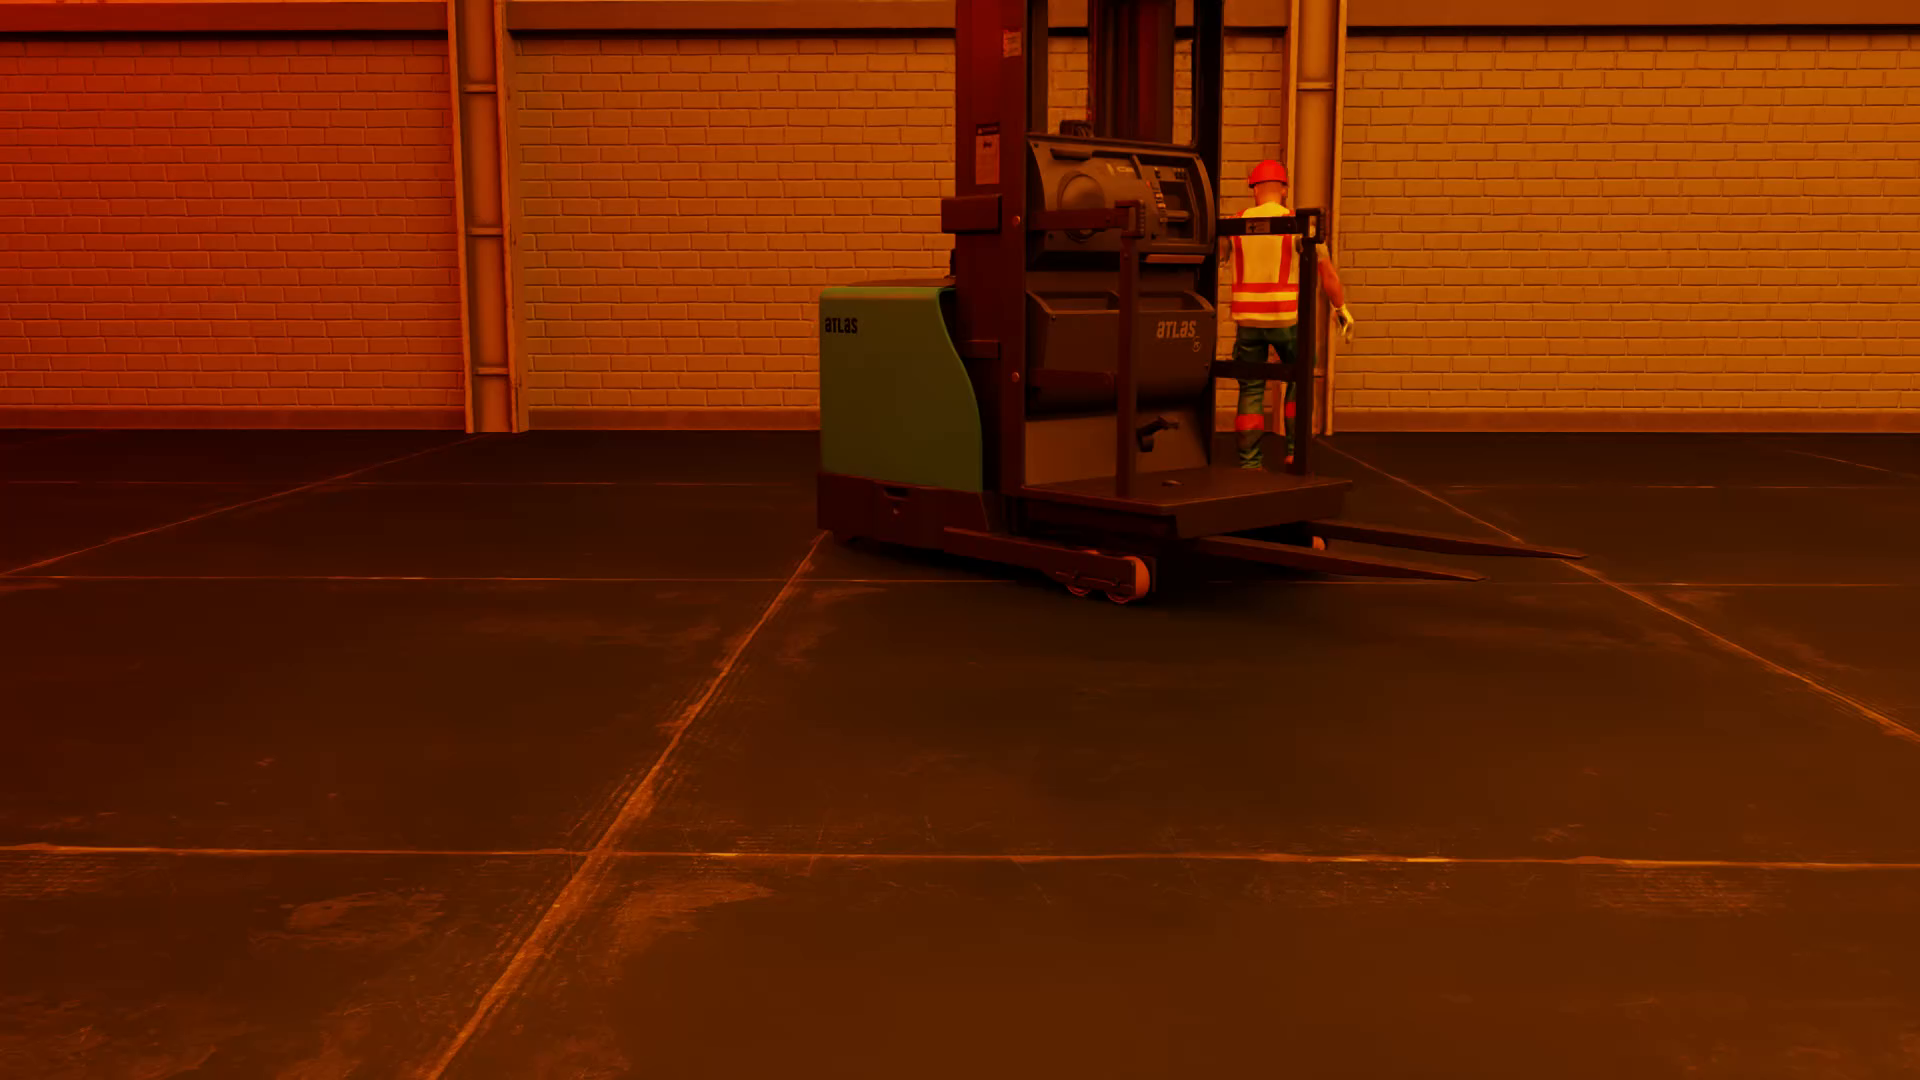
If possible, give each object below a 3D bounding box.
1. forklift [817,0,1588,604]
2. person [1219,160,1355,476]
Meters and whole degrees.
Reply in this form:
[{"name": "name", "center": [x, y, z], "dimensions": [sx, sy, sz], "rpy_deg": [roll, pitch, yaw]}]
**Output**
[{"name": "forklift", "center": [0.757, -1.316, 6.038], "dimensions": [1.130, 2.935, 3.031], "rpy_deg": [-8, 12, -41]}, {"name": "person", "center": [1.720, -1.202, 9.290], "dimensions": [0.944, 1.797, 0.478], "rpy_deg": [4, 10, 26]}]
